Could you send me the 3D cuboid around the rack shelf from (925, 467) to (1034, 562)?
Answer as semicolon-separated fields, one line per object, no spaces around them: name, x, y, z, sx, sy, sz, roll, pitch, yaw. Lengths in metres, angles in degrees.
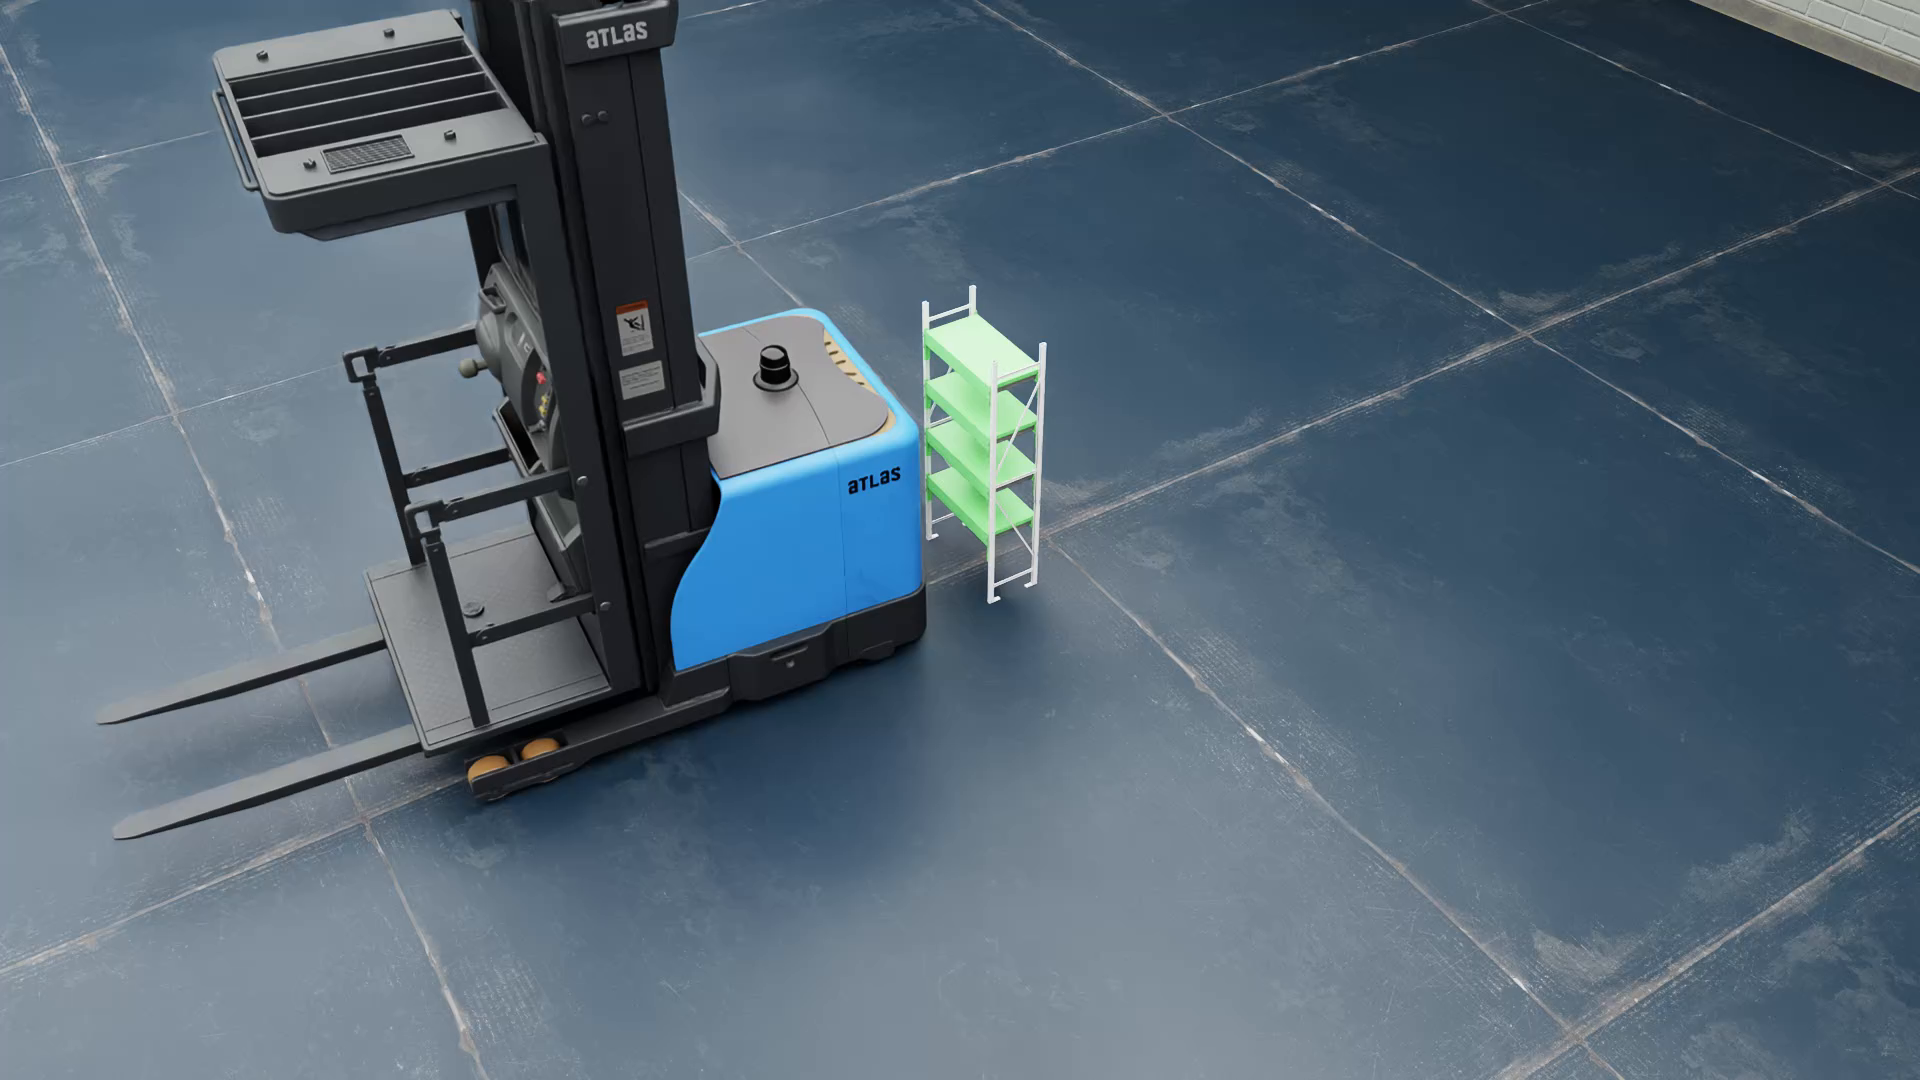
rack shelf;0.089;-0.138;6.953;0.258;0.148;0.480;-22;45;-24

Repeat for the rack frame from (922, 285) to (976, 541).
rack frame;-0.042;-0.503;6.917;0.240;1.200;0.015;-22;45;-24

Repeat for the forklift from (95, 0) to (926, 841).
forklift;-1.687;-0.559;5.631;3.031;2.935;1.130;-18;43;-20

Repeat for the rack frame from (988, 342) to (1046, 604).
rack frame;0.220;-0.240;6.601;0.240;1.200;0.015;-22;45;-24

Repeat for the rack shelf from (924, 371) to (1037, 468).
rack shelf;0.089;-0.507;6.646;0.258;0.148;0.480;-22;45;-24

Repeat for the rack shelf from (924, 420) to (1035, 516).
rack shelf;0.089;-0.323;6.800;0.258;0.148;0.480;-22;45;-24

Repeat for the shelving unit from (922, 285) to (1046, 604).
shelving unit;0.089;-0.372;6.759;0.258;1.200;0.503;-22;45;-24

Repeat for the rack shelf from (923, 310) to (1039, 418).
rack shelf;0.089;-0.691;6.492;0.258;0.148;0.480;-22;45;-24
